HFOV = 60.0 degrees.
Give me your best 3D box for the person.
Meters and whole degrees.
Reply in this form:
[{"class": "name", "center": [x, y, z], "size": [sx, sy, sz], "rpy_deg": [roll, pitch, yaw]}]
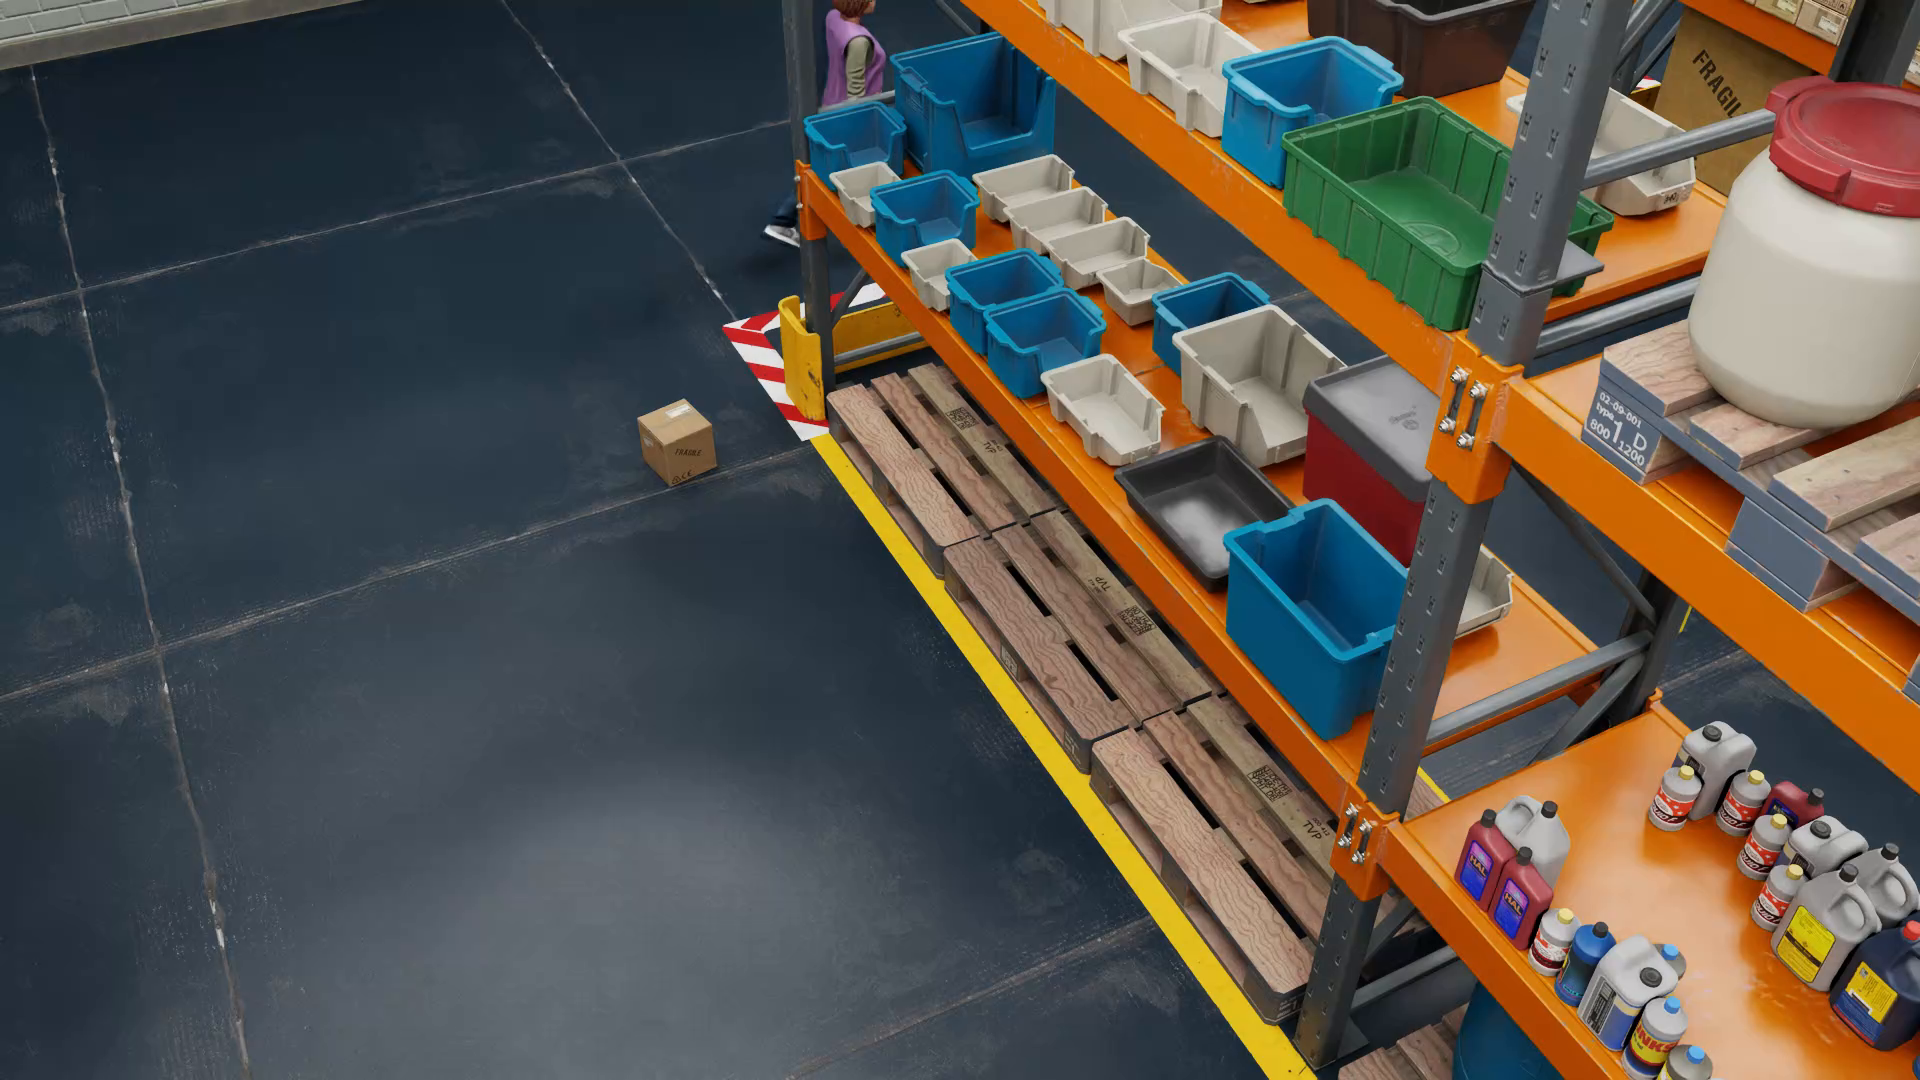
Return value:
[{"class": "person", "center": [-0.593, -2.185, 8.603], "size": [0.930, 1.549, 0.473], "rpy_deg": [-17, 45, -18]}]
